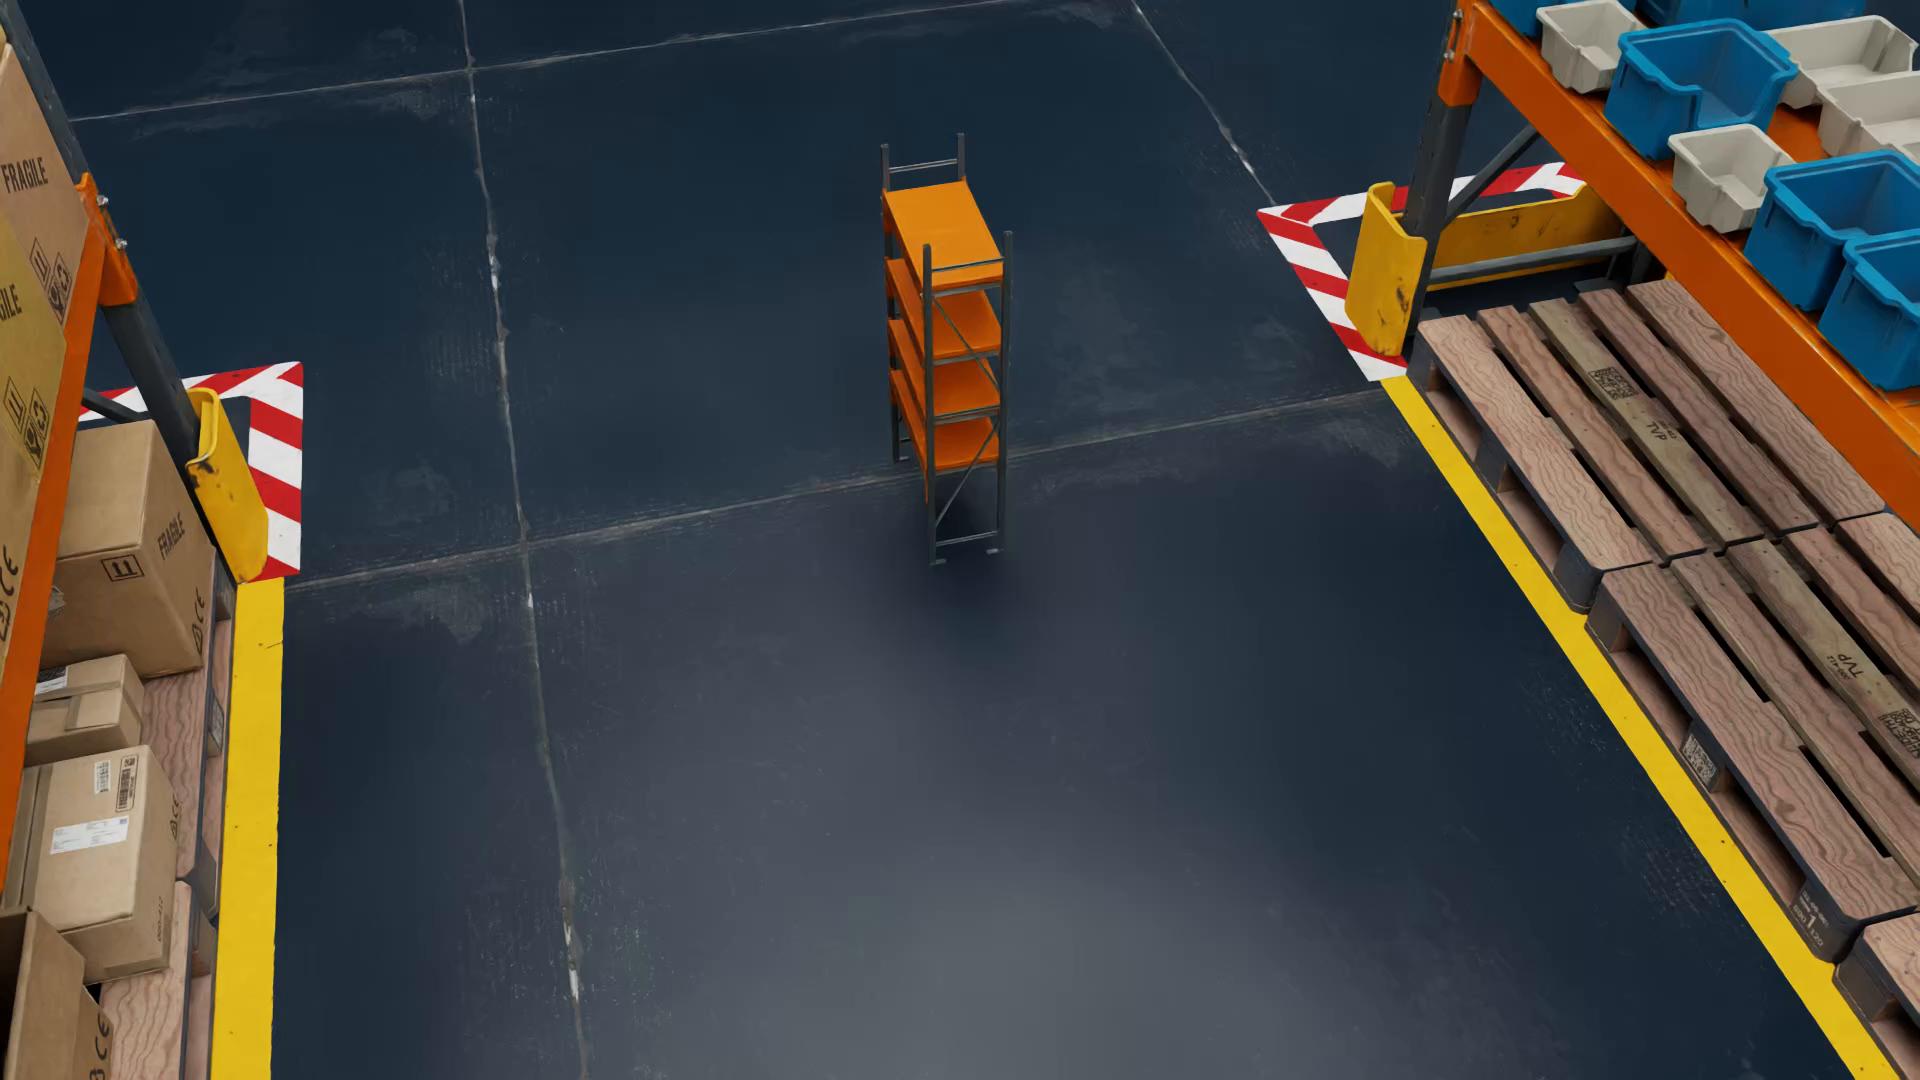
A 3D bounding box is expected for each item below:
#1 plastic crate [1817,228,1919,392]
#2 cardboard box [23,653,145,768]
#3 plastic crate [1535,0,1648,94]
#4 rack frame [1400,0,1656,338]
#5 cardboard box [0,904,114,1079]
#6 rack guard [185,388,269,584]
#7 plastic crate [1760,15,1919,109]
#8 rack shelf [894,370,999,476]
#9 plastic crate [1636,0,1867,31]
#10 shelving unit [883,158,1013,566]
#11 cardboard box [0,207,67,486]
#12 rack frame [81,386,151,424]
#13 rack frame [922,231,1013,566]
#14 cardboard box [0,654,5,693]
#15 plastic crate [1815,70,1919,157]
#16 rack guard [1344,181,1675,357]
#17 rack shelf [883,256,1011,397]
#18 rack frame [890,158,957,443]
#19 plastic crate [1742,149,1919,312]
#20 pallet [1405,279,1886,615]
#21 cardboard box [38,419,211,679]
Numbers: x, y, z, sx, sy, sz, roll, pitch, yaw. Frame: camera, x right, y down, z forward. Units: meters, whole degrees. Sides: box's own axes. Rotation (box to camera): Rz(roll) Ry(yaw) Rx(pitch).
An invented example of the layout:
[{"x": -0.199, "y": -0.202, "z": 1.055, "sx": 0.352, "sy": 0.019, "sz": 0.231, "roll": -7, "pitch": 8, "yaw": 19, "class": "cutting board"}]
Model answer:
[{"x": 2.176, "y": -0.514, "z": 3.729, "sx": 0.416, "sy": 0.233, "sz": 0.300, "roll": -11, "pitch": 47, "yaw": -10, "class": "plastic crate"}, {"x": -2.378, "y": 0.468, "z": 4.367, "sx": 0.380, "sy": 0.166, "sz": 0.250, "roll": -11, "pitch": 47, "yaw": -10, "class": "cardboard box"}, {"x": 1.764, "y": -1.360, "z": 4.626, "sx": 0.250, "sy": 0.136, "sz": 0.298, "roll": -11, "pitch": 47, "yaw": -10, "class": "plastic crate"}, {"x": 2.017, "y": -1.899, "z": 5.011, "sx": 1.000, "sy": 3.000, "sz": 0.127, "roll": -11, "pitch": 47, "yaw": -10, "class": "rack frame"}, {"x": -2.234, "y": 1.189, "z": 3.424, "sx": 0.797, "sy": 0.503, "sz": 0.637, "roll": -11, "pitch": 47, "yaw": -10, "class": "cardboard box"}, {"x": -2.753, "y": -0.068, "z": 4.967, "sx": 1.175, "sy": 0.500, "sz": 0.348, "roll": -11, "pitch": 47, "yaw": -10, "class": "rack guard"}, {"x": 2.401, "y": -1.298, "z": 4.564, "sx": 0.396, "sy": 0.136, "sz": 0.243, "roll": -11, "pitch": 47, "yaw": -10, "class": "plastic crate"}, {"x": -0.042, "y": -0.376, "z": 5.095, "sx": 0.221, "sy": 0.050, "sz": 0.457, "roll": -11, "pitch": 47, "yaw": -10, "class": "rack shelf"}, {"x": 2.283, "y": -1.735, "z": 4.784, "sx": 0.616, "sy": 0.435, "sz": 0.499, "roll": -11, "pitch": 47, "yaw": -10, "class": "plastic crate"}, {"x": -0.042, "y": -0.533, "z": 4.932, "sx": 0.258, "sy": 1.200, "sz": 0.499, "roll": -11, "pitch": 47, "yaw": -10, "class": "shelving unit"}, {"x": -2.258, "y": -0.414, "z": 3.485, "sx": 0.500, "sy": 0.500, "sz": 0.500, "roll": -10, "pitch": 46, "yaw": -10, "class": "cardboard box"}, {"x": -2.775, "y": -0.995, "z": 4.125, "sx": 0.949, "sy": 2.616, "sz": 0.053, "roll": -11, "pitch": 47, "yaw": -10, "class": "rack frame"}, {"x": 0.020, "y": -0.366, "z": 4.768, "sx": 0.240, "sy": 1.200, "sz": 0.015, "roll": -11, "pitch": 47, "yaw": -10, "class": "rack frame"}, {"x": -2.007, "y": 0.280, "z": 2.806, "sx": 0.500, "sy": 0.500, "sz": 0.500, "roll": -11, "pitch": 47, "yaw": -11, "class": "cardboard box"}, {"x": 2.461, "y": -1.095, "z": 4.365, "sx": 0.396, "sy": 0.136, "sz": 0.243, "roll": -11, "pitch": 47, "yaw": -10, "class": "plastic crate"}, {"x": 1.998, "y": -1.038, "z": 5.917, "sx": 1.175, "sy": 0.500, "sz": 0.348, "roll": -11, "pitch": 47, "yaw": -10, "class": "rack guard"}, {"x": -0.042, "y": -0.644, "z": 4.822, "sx": 0.258, "sy": 0.148, "sz": 0.480, "roll": -11, "pitch": 47, "yaw": -10, "class": "rack shelf"}, {"x": -0.104, "y": -0.703, "z": 5.099, "sx": 0.228, "sy": 1.046, "sz": 0.006, "roll": -11, "pitch": 47, "yaw": -10, "class": "rack frame"}, {"x": 2.099, "y": -0.722, "z": 3.932, "sx": 0.416, "sy": 0.233, "sz": 0.300, "roll": -11, "pitch": 47, "yaw": -10, "class": "plastic crate"}, {"x": 2.191, "y": -0.346, "z": 5.442, "sx": 1.003, "sy": 0.211, "sz": 1.213, "roll": -11, "pitch": 47, "yaw": -10, "class": "pallet"}, {"x": -2.395, "y": 0.056, "z": 4.538, "sx": 0.500, "sy": 0.500, "sz": 0.500, "roll": -11, "pitch": 47, "yaw": -10, "class": "cardboard box"}]
